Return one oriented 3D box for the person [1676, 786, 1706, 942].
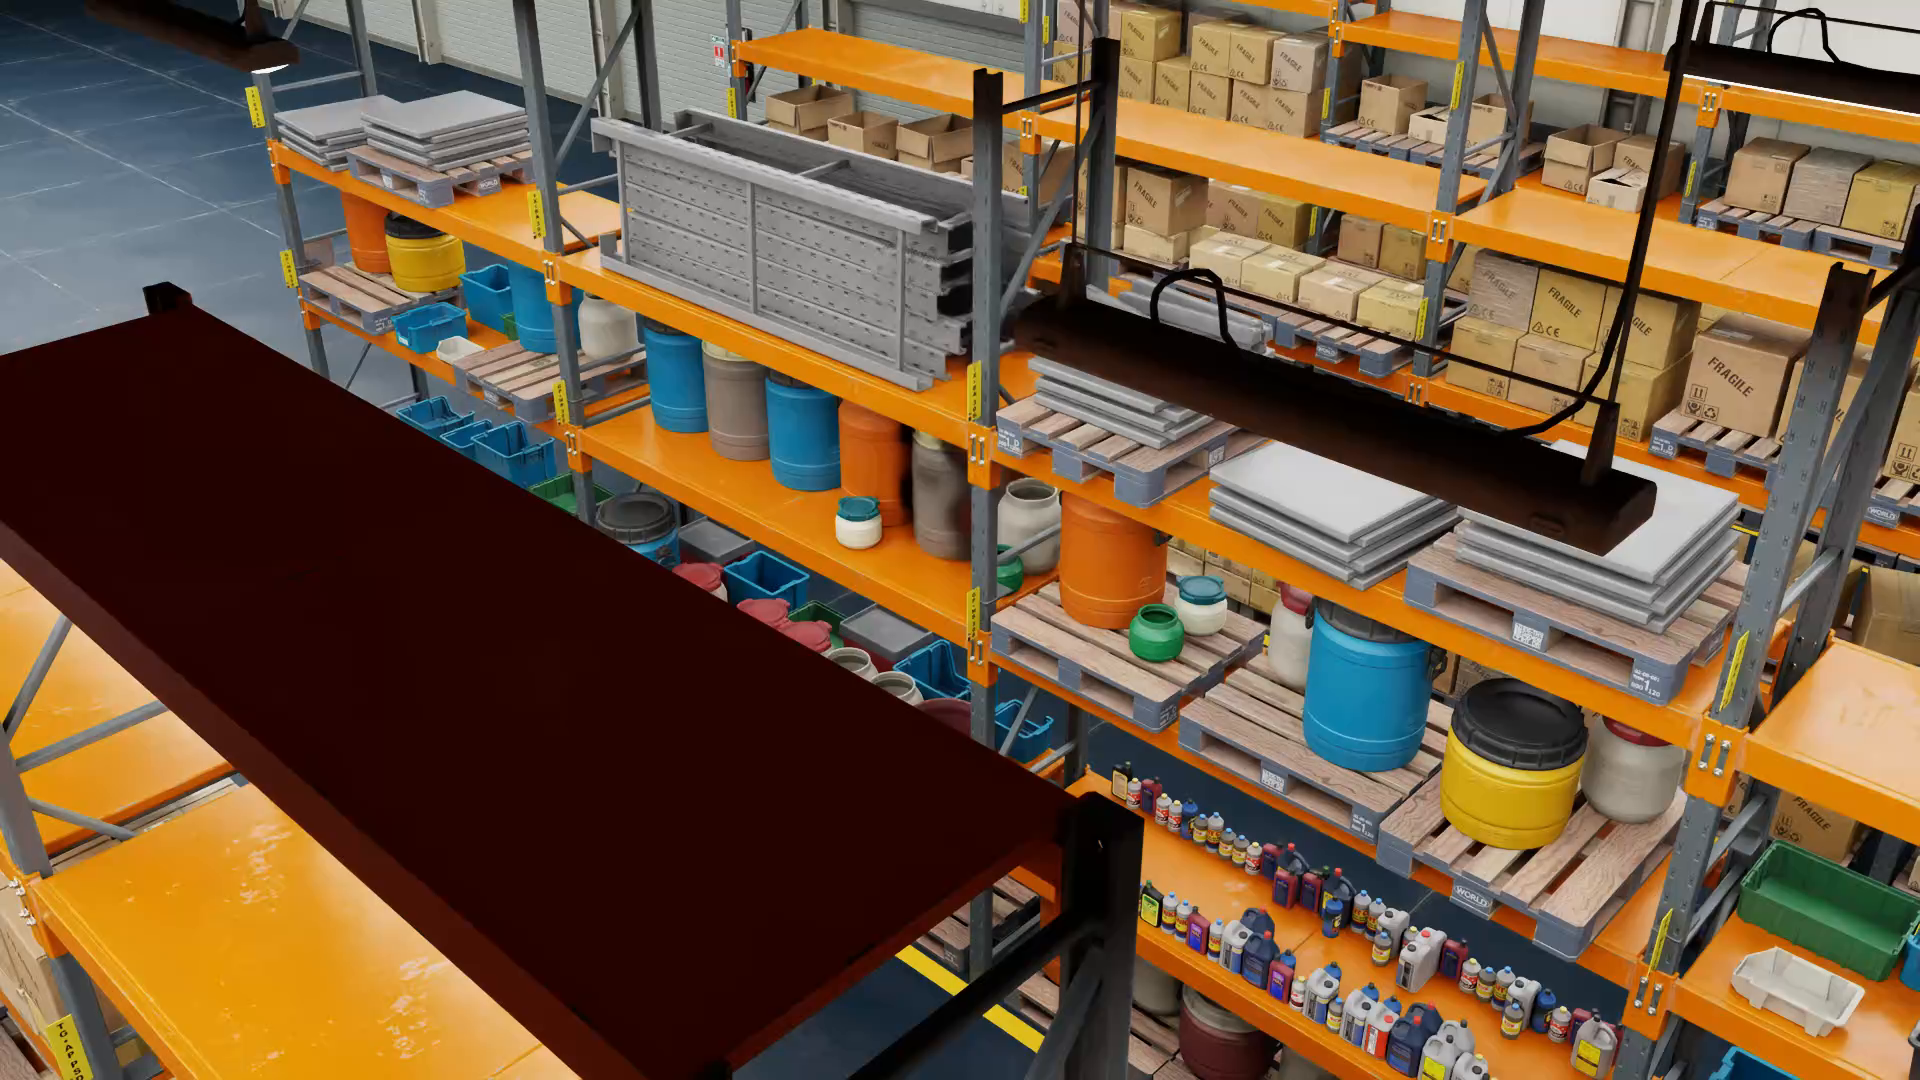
[{"bbox_3d":[4.650,1.988,11.092,0.905,1.601,0.551,18,34,28],"label":"person"}]
